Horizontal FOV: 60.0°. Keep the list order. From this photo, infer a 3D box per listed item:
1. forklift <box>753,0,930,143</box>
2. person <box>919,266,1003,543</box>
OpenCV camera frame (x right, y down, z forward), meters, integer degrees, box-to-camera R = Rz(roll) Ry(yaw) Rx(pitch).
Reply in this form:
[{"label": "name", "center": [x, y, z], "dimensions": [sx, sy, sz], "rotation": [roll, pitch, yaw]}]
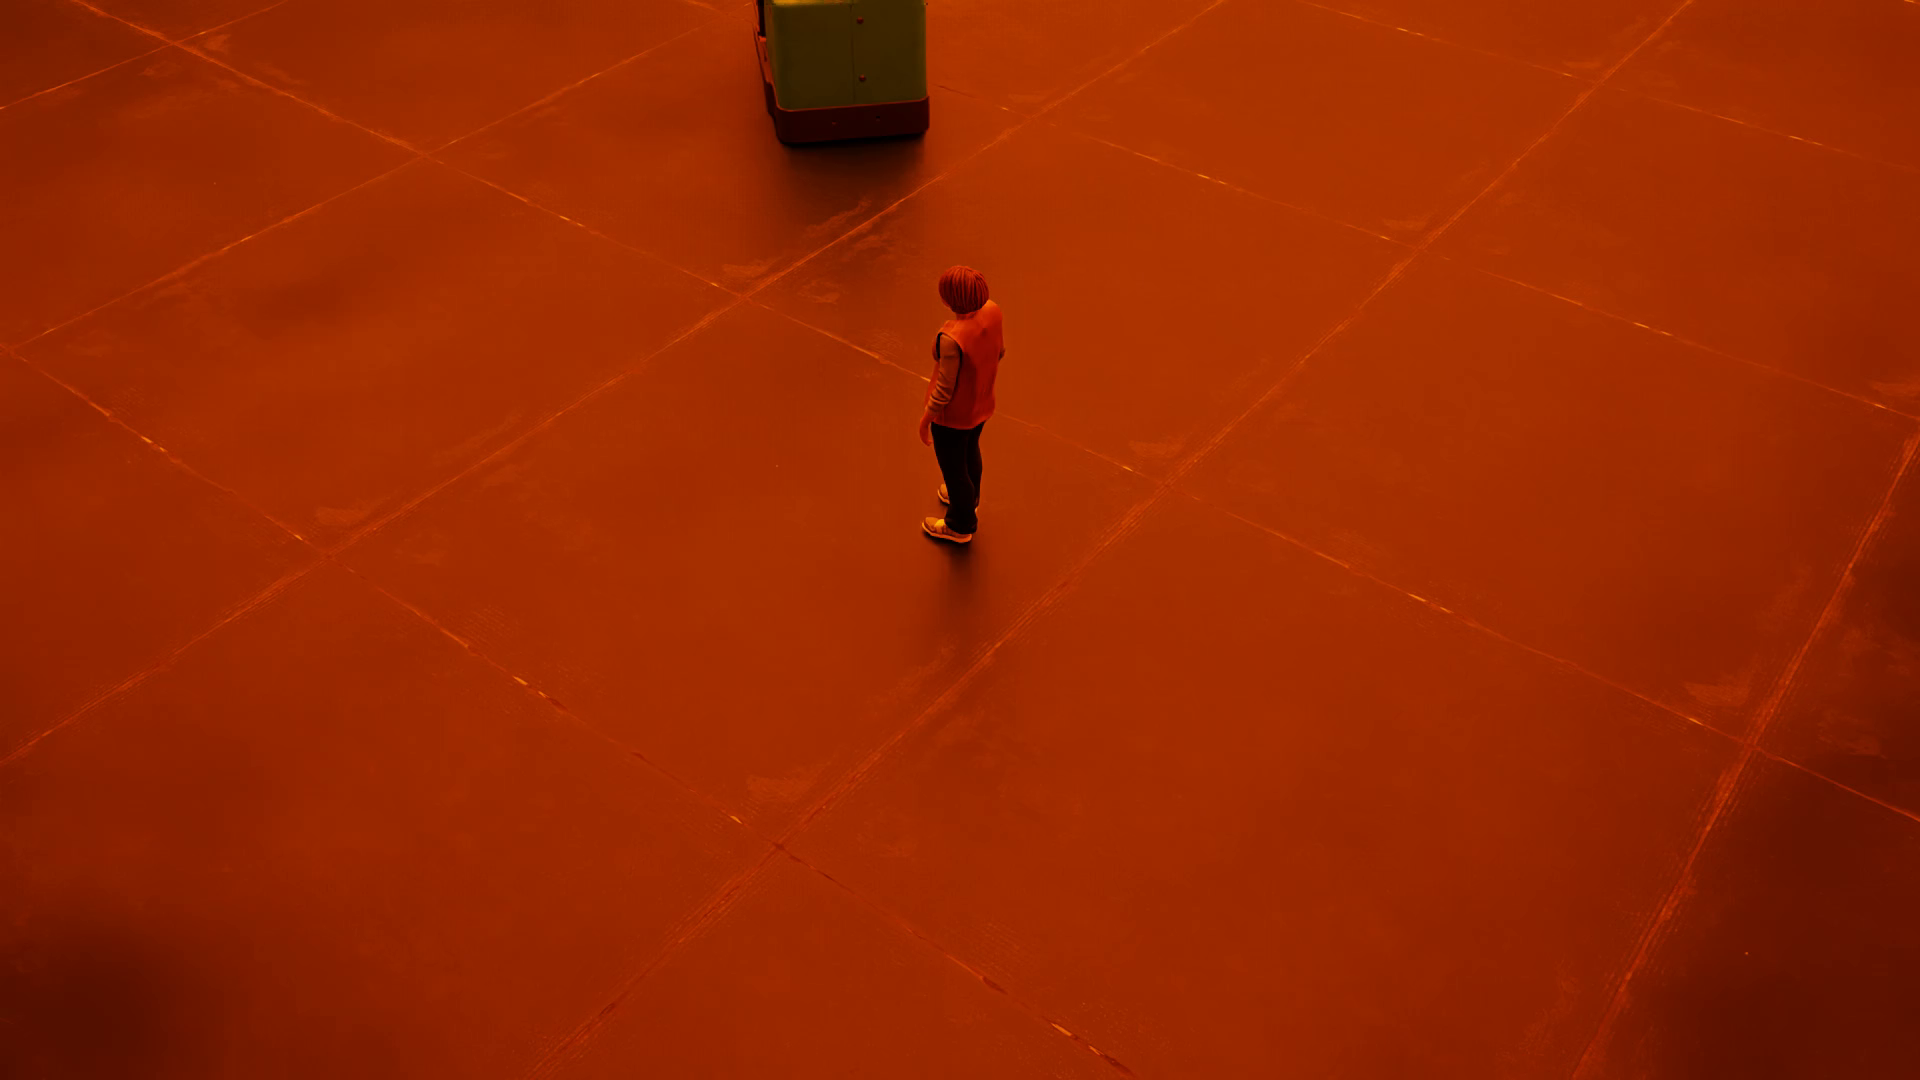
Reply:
[{"label": "forklift", "center": [-0.976, -4.801, 11.705], "dimensions": [1.130, 2.935, 3.031], "rotation": [-7, 41, -8]}, {"label": "person", "center": [-0.047, -0.649, 7.857], "dimensions": [0.476, 1.590, 0.512], "rotation": [26, 47, 28]}]
